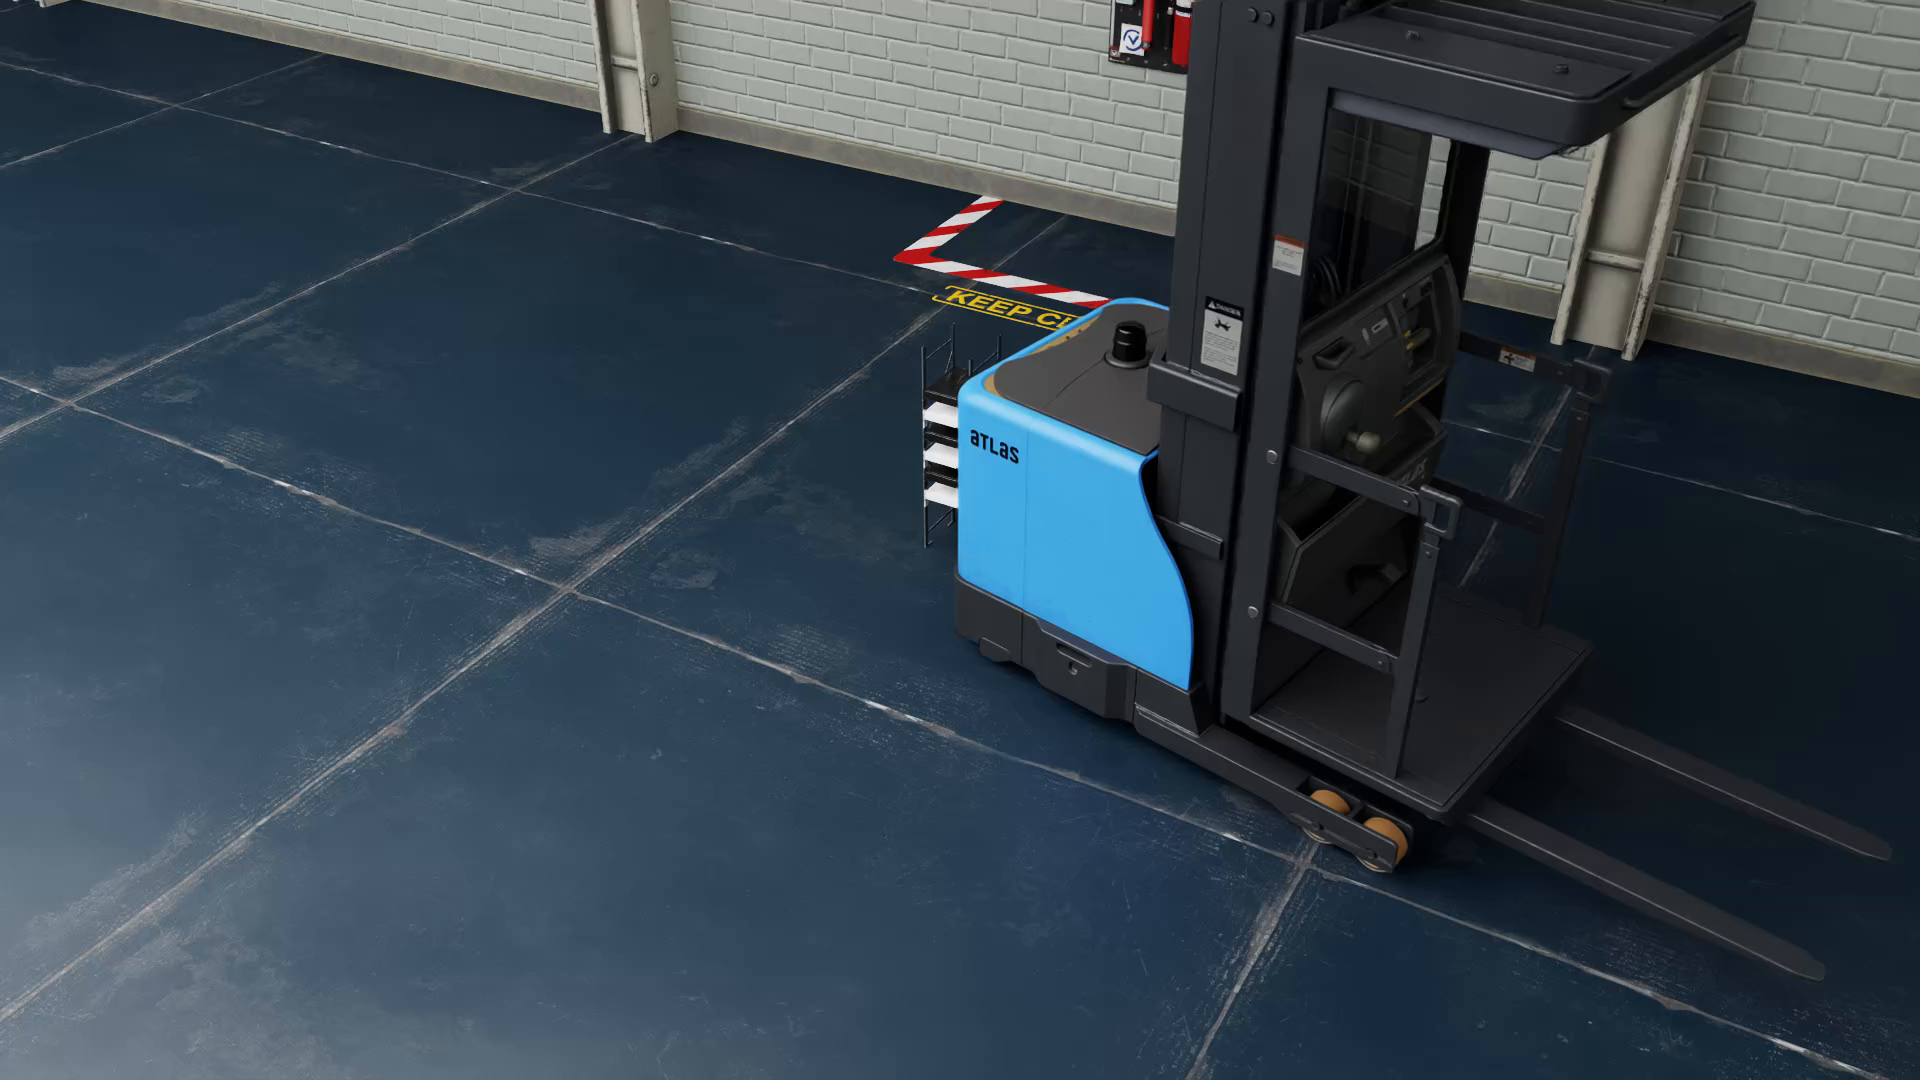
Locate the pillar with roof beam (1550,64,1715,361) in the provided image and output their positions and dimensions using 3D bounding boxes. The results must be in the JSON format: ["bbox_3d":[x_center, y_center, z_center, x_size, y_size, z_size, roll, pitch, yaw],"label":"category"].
[{"bbox_3d":[1.027,-2.668,2.638,0.400,9.000,9.100,18,37,24],"label":"pillar with roof beam"}]

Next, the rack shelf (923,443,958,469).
[{"bbox_3d":[0.007,-0.345,6.516,0.200,0.077,0.258,18,37,24],"label":"rack shelf"}]

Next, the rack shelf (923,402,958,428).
[{"bbox_3d":[0.007,-0.494,6.416,0.200,0.077,0.258,18,37,24],"label":"rack shelf"}]

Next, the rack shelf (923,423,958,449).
[{"bbox_3d":[0.007,-0.419,6.466,0.200,0.077,0.258,18,37,24],"label":"rack shelf"}]

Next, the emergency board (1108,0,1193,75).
[{"bbox_3d":[1.036,-2.941,8.460,0.643,1.169,0.194,18,37,24],"label":"emergency board"}]

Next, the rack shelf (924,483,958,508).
[{"bbox_3d":[0.007,-0.195,6.615,0.200,0.077,0.258,18,37,24],"label":"rack shelf"}]

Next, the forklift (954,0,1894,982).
[{"bbox_3d":[1.422,-0.517,4.882,3.031,2.935,1.130,26,41,33],"label":"forklift"}]

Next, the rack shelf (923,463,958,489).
[{"bbox_3d":[0.007,-0.270,6.566,0.200,0.077,0.258,18,37,24],"label":"rack shelf"}]

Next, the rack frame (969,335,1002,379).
[{"bbox_3d":[0.095,-0.344,6.455,0.006,0.900,0.240,18,37,24],"label":"rack frame"}]

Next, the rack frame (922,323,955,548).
[{"bbox_3d":[-0.081,-0.400,6.539,0.006,0.900,0.240,18,37,24],"label":"rack frame"}]

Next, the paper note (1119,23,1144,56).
[{"bbox_3d":[0.917,-2.656,8.827,0.142,0.148,0.016,18,37,24],"label":"paper note"}]

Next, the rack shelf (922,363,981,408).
[{"bbox_3d":[0.007,-0.569,6.366,0.200,0.077,0.258,18,37,24],"label":"rack shelf"}]

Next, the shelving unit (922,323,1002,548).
[{"bbox_3d":[0.007,-0.372,6.497,0.210,0.900,0.258,18,37,24],"label":"shelving unit"}]

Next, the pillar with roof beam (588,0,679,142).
[{"bbox_3d":[-4.183,-4.318,5.116,0.400,9.000,9.100,18,37,24],"label":"pillar with roof beam"}]
